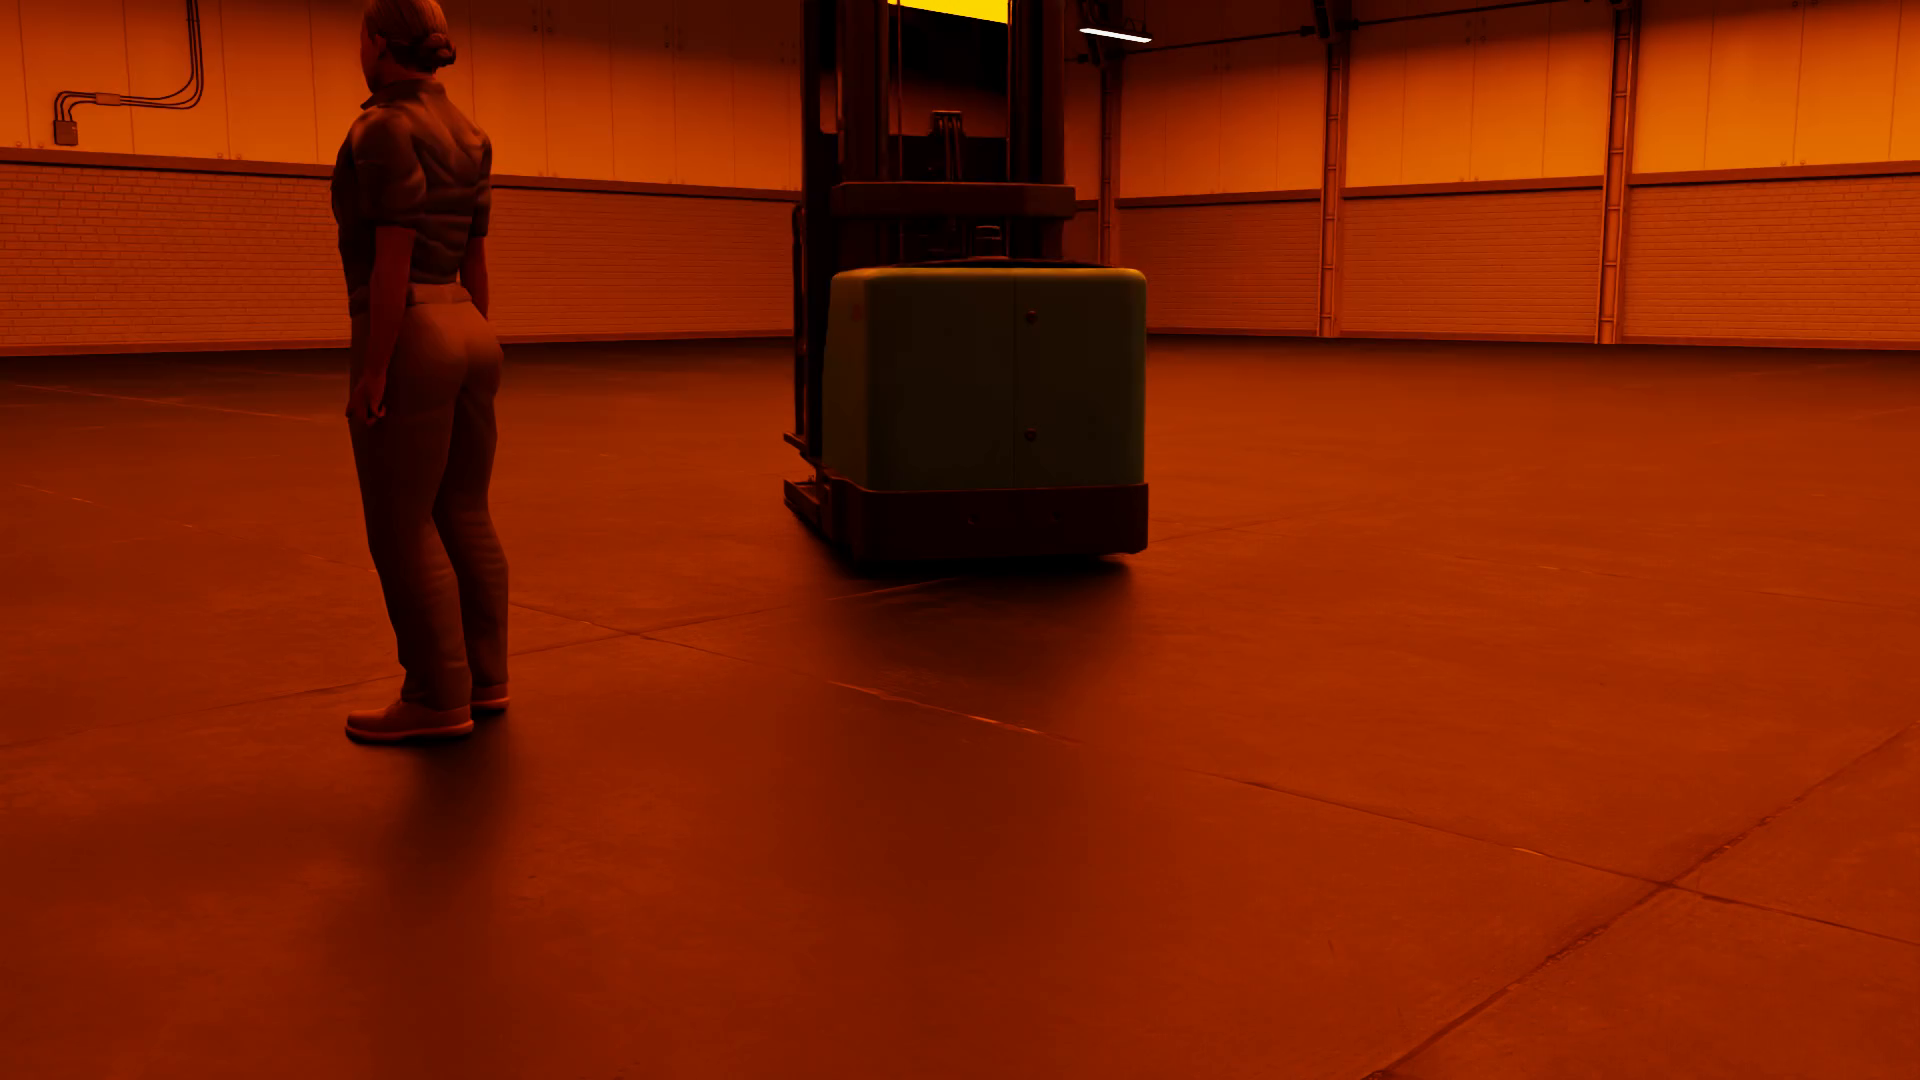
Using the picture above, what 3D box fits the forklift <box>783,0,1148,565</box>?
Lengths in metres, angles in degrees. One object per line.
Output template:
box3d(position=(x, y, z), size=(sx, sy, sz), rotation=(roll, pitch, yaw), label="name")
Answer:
box3d(position=(-0.168, -1.539, 7.097), size=(1.130, 2.935, 3.031), rotation=(-2, 9, -14), label="forklift")

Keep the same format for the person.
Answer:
box3d(position=(-1.234, -0.391, 3.755), size=(0.335, 1.663, 0.475), rotation=(2, 9, 13), label="person")
